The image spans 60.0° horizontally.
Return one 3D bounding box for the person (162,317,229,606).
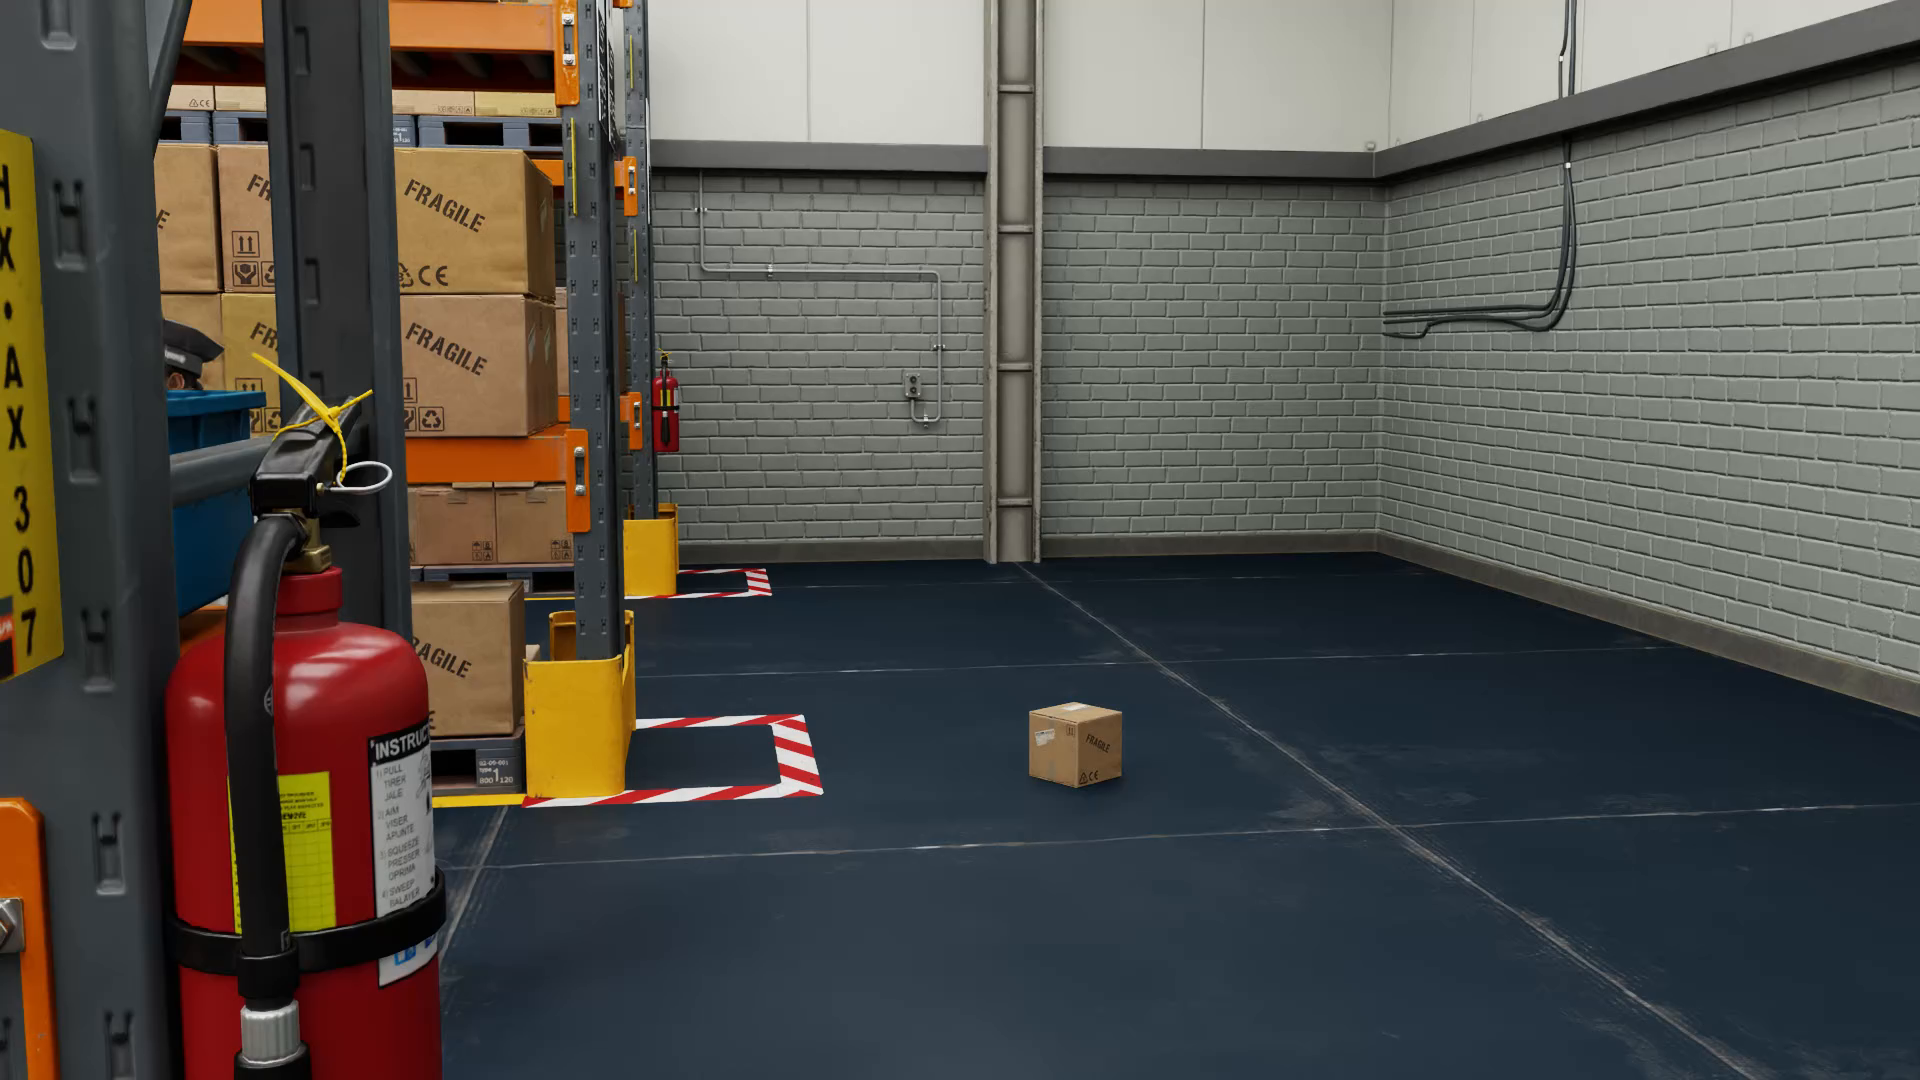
[{"bbox_3d":[-1.791,0.365,3.647,0.500,1.743,0.561,5,8,37],"label":"person"}]
